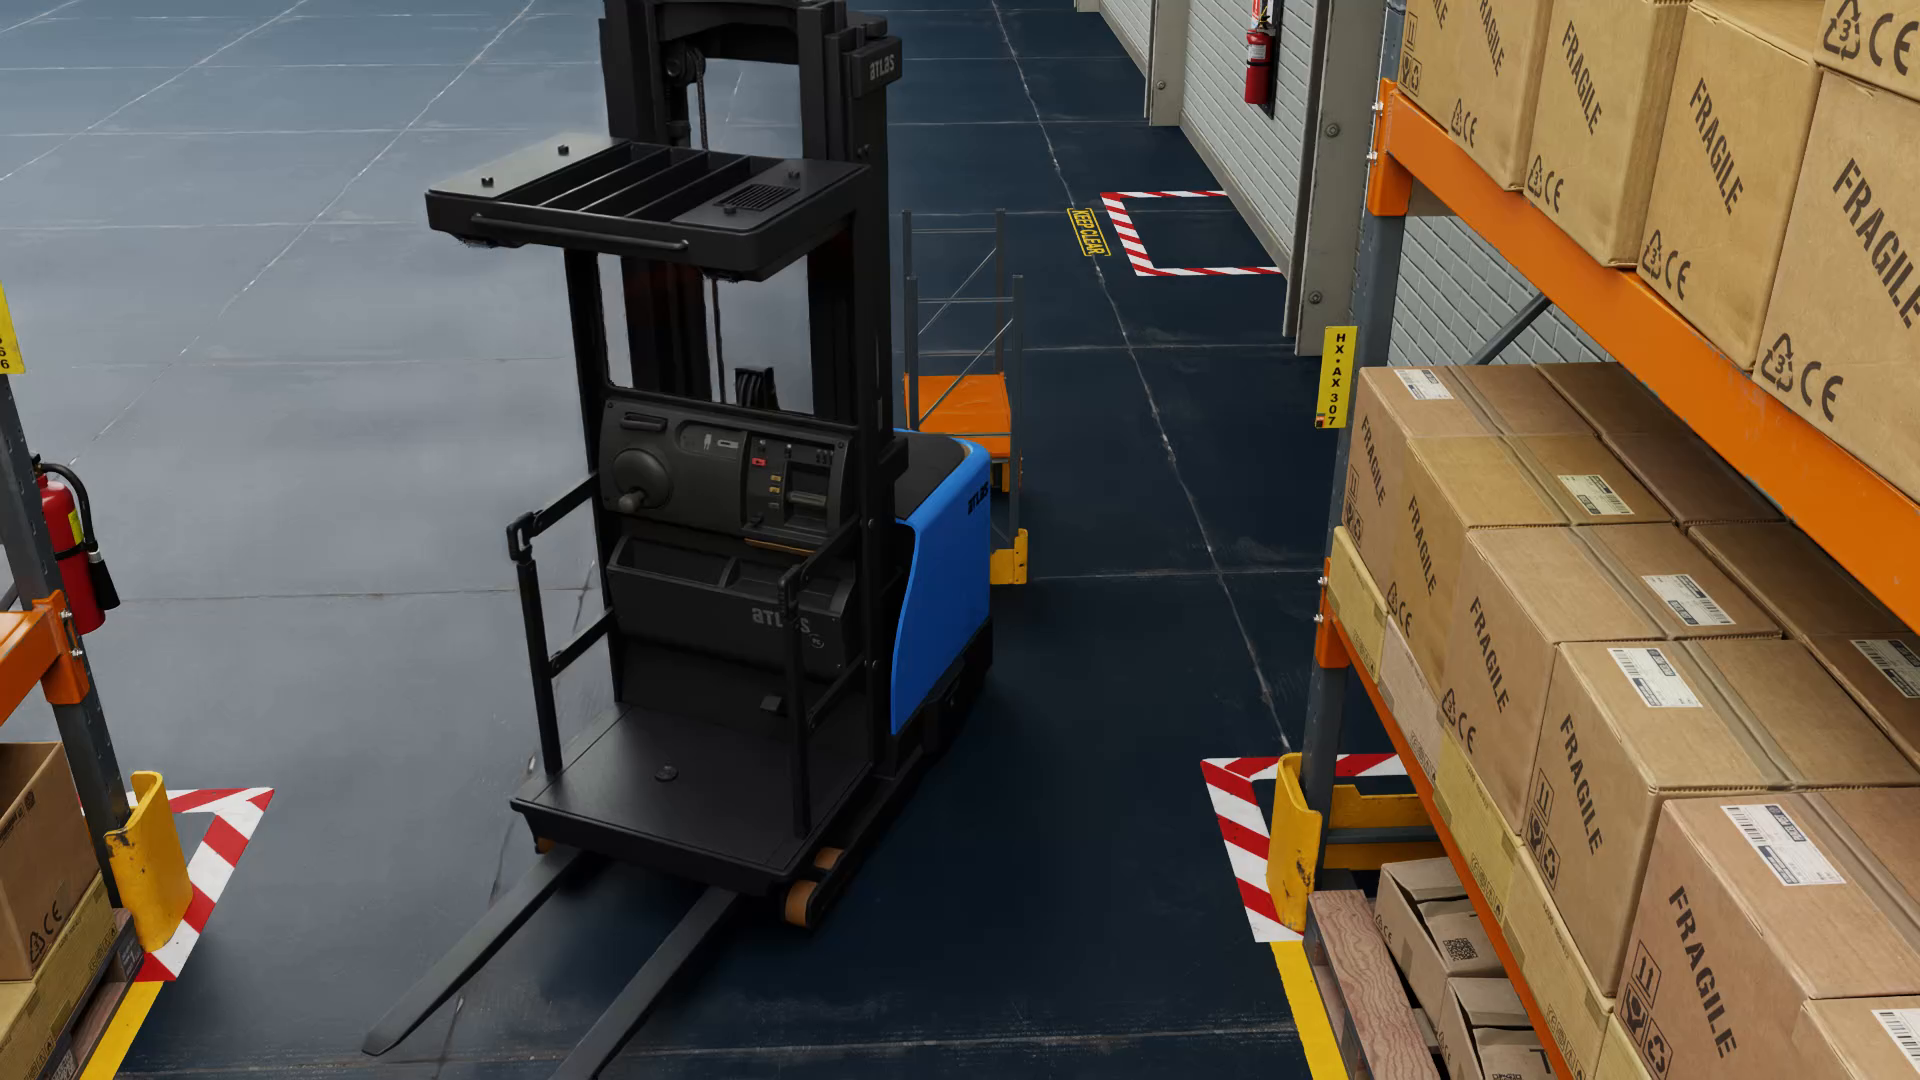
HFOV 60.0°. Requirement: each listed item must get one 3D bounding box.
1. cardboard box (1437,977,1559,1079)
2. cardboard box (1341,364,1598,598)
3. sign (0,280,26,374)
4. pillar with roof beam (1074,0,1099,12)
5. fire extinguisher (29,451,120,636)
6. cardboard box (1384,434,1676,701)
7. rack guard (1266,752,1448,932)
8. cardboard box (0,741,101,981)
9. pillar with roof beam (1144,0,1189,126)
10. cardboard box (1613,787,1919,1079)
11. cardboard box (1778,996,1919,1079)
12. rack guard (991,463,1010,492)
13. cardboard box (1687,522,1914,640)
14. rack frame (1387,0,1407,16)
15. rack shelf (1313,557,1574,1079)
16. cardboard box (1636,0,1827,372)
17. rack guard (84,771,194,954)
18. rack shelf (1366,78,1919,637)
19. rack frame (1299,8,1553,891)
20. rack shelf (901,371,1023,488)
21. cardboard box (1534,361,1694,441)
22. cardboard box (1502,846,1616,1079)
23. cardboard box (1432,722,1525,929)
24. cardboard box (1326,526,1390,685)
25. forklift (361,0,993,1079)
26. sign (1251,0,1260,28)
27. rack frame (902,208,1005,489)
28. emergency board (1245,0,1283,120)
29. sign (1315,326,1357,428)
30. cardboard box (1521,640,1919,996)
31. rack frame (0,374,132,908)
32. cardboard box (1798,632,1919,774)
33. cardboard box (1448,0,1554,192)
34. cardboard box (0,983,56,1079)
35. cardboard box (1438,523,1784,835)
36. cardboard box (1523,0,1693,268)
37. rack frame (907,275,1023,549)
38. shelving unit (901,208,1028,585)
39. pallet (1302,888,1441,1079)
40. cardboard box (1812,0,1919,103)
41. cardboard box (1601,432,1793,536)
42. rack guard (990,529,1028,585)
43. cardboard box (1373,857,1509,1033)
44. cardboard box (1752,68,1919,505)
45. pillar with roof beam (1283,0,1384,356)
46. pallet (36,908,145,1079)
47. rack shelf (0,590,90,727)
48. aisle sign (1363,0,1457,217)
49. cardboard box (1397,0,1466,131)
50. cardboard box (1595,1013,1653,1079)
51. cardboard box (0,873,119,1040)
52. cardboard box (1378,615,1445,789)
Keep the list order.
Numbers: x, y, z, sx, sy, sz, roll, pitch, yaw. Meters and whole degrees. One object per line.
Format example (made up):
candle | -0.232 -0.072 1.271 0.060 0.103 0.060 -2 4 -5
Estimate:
cardboard box | 1.653 1.465 4.630 0.500 0.311 0.500 1 28 2
cardboard box | 1.401 -0.165 4.652 0.500 0.500 0.500 -1 28 -3
sign | -2.727 -0.621 4.689 0.100 0.325 0.005 -1 28 -3
pillar with roof beam | -2.662 -10.684 19.003 9.100 9.000 0.400 -1 28 -3
fire extinguisher | -2.812 -0.028 5.143 0.296 0.674 0.183 -1 28 -3
cardboard box | 1.417 0.064 4.214 0.500 0.500 0.500 -1 28 -2
rack guard | 1.681 1.026 5.742 1.175 0.500 0.348 -1 28 -3
cardboard box | -2.945 0.945 4.903 0.500 0.500 0.500 -1 28 -3
pillar with roof beam | -2.349 -7.913 13.691 9.100 9.000 0.400 -1 28 -3
cardboard box | 1.505 0.781 2.839 0.500 0.500 0.500 -2 28 -4
cardboard box | 1.520 1.014 2.392 0.500 0.500 0.500 -2 28 -3
rack guard | -0.030 -0.376 8.701 0.587 0.250 0.087 -1 28 -3
cardboard box | 1.961 0.292 3.777 0.500 0.500 0.500 -2 28 -4
rack frame | 1.677 -2.777 3.844 1.000 3.000 0.127 -1 28 -3
rack shelf | 1.781 1.125 3.627 1.077 0.370 4.000 -1 28 -3
cardboard box | 1.517 -0.605 2.792 0.500 0.500 0.500 0 28 1
rack guard | -3.271 1.101 5.598 1.175 0.500 0.348 -1 28 -3
rack shelf | 1.781 -0.205 2.933 1.077 0.370 4.000 -1 28 -3
rack frame | 1.677 -0.118 5.232 1.000 3.000 0.127 -1 28 -3
rack shelf | -0.004 -0.545 8.062 0.538 0.185 1.000 -1 28 -3
cardboard box | 1.914 -0.180 4.681 0.500 0.500 0.500 -2 28 -3
cardboard box | 1.471 0.881 3.457 0.500 0.250 0.500 -1 28 -2
cardboard box | 1.447 0.648 3.904 0.500 0.250 0.500 -2 28 -3
cardboard box | 1.385 0.173 4.815 0.500 0.250 0.500 -2 28 -4
forklift | -0.885 -0.192 5.448 1.130 2.935 3.031 11 29 19
sign | 2.247 -4.002 12.641 0.001 0.329 0.234 -1 28 -3
rack frame | -0.031 -0.939 8.429 0.500 1.500 0.032 -1 28 -3
emergency board | 2.173 -3.728 12.154 0.194 1.169 0.643 -1 28 -3
sign | 1.135 -0.488 5.006 0.100 0.325 0.005 -1 28 -3
cardboard box | 1.477 0.541 3.299 0.500 0.500 0.500 -1 28 -1
rack frame | -3.270 0.004 4.999 1.000 3.000 0.127 -1 28 -3
cardboard box | 1.988 0.524 3.331 0.500 0.500 0.500 -1 28 -2
cardboard box | 1.437 -1.091 3.725 0.500 0.500 0.500 0 28 1
cardboard box | -2.909 1.508 4.634 0.500 0.250 0.500 -1 28 -3
cardboard box | 1.438 0.303 3.756 0.500 0.500 0.500 -2 28 -4
cardboard box | 1.468 -0.852 3.266 0.500 0.500 0.500 0 28 0
rack frame | 0.022 -0.470 7.529 0.500 1.500 0.032 -1 28 -3
shelving unit | -0.004 -0.700 7.971 0.587 1.500 1.083 -1 28 -3
pallet | 1.688 1.530 5.088 1.003 0.211 1.213 -1 28 -3
cardboard box | 1.512 -0.815 2.115 0.500 0.500 0.500 -2 28 -4
cardboard box | 1.930 0.053 4.235 0.500 0.500 0.500 -1 28 -2
rack guard | 0.022 0.084 7.819 0.587 0.250 0.087 -1 28 -3
cardboard box | 1.623 1.201 5.135 0.500 0.311 0.500 -4 28 -8
cardboard box | 1.532 -0.370 2.341 0.500 0.500 0.500 -2 28 -5
pillar with roof beam | -2.035 -5.142 8.378 9.100 9.000 0.400 -1 28 -3
pallet | -3.188 1.592 4.969 1.003 0.211 1.213 -1 28 -3
rack shelf | -3.166 1.246 3.395 1.077 0.370 4.000 -1 28 -3
aisle sign | 1.373 -1.296 4.680 0.394 0.787 0.004 -1 28 -3
cardboard box | 1.444 -1.340 4.203 0.500 0.500 0.500 -1 28 -1
cardboard box | 1.499 1.114 3.011 0.500 0.250 0.500 -2 28 -3
cardboard box | -2.947 1.277 5.077 0.500 0.250 0.500 -1 28 -3
cardboard box | 1.426 0.413 4.356 0.500 0.250 0.500 -2 28 -4
